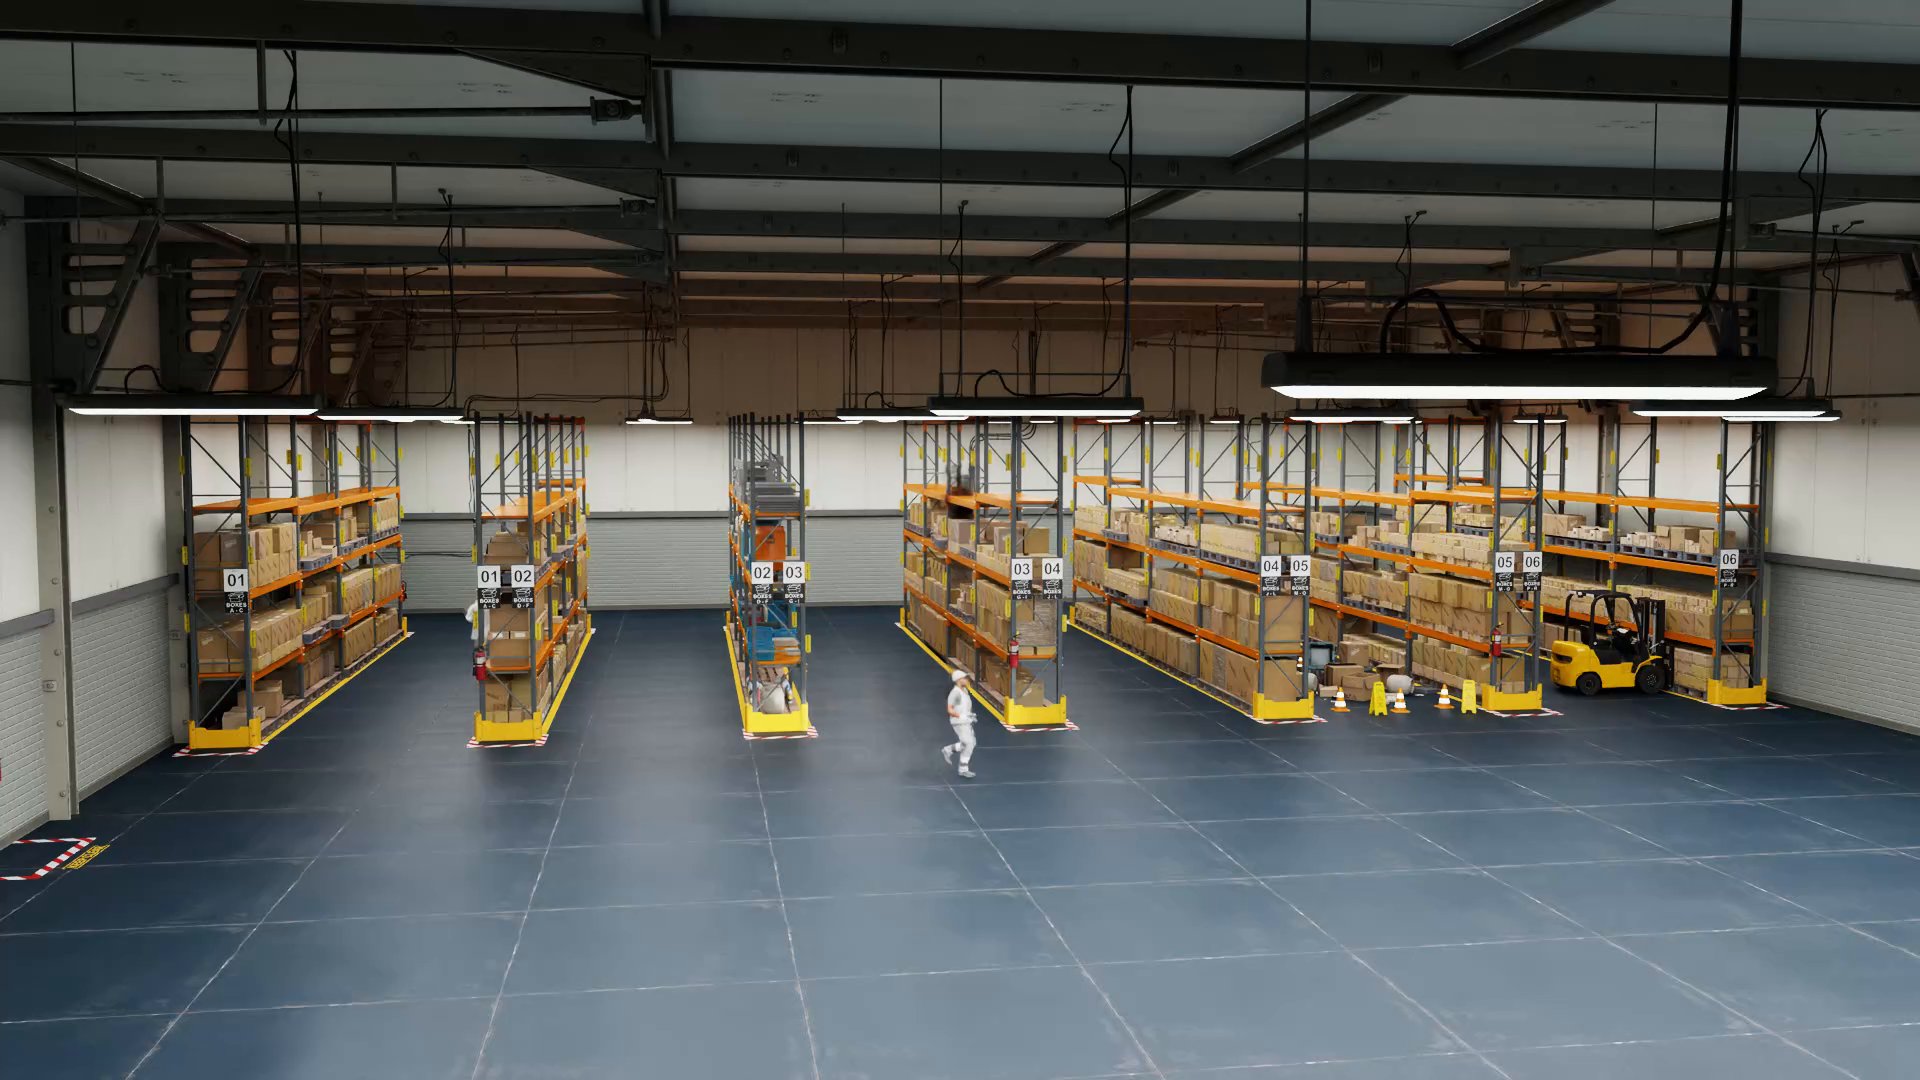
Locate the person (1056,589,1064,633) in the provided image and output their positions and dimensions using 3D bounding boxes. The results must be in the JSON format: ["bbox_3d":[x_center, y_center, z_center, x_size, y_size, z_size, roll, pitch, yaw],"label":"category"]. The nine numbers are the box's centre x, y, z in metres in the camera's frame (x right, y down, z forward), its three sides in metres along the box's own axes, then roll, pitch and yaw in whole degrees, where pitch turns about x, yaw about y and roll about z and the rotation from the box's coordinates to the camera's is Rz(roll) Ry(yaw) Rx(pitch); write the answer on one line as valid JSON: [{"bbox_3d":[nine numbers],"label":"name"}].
[{"bbox_3d":[2.559,1.819,45.053,0.650,1.774,0.748,-1,4,-8],"label":"person"}]

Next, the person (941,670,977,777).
[{"bbox_3d":[-0.041,3.004,27.269,0.615,1.745,0.656,1,4,17],"label":"person"}]

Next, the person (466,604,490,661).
[{"bbox_3d":[-11.433,2.141,39.745,0.718,1.746,0.771,-1,4,-14],"label":"person"}]

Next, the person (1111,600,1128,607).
[{"bbox_3d":[4.824,1.466,49.808,0.780,1.748,0.663,-1,4,-15],"label":"person"}]
